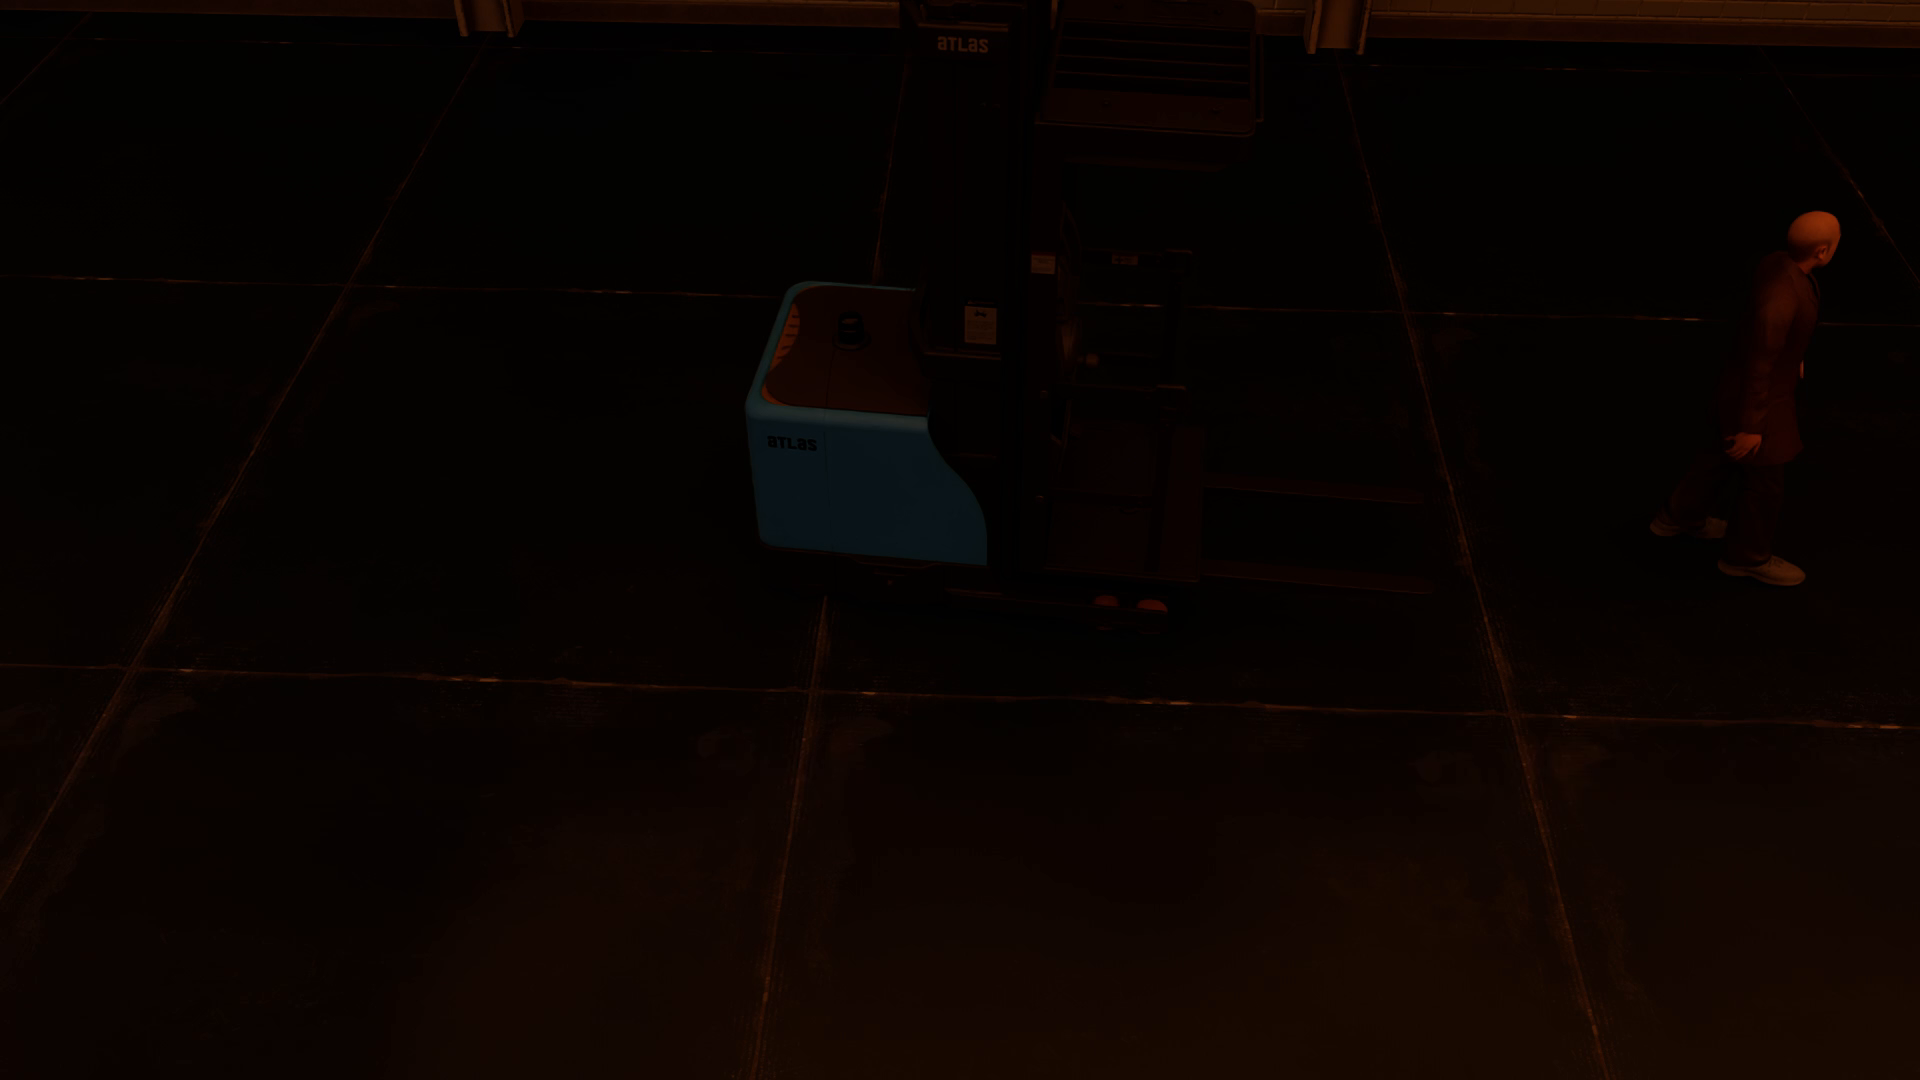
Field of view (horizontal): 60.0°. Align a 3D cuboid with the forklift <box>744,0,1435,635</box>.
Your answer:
[{"bbox_3d":[0.634,-1.040,6.882,3.031,2.935,1.130,5,43,5],"label":"forklift"}]

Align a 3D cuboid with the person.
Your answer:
[{"bbox_3d":[3.621,-0.627,7.298,0.676,1.761,0.742,12,44,13],"label":"person"}]
